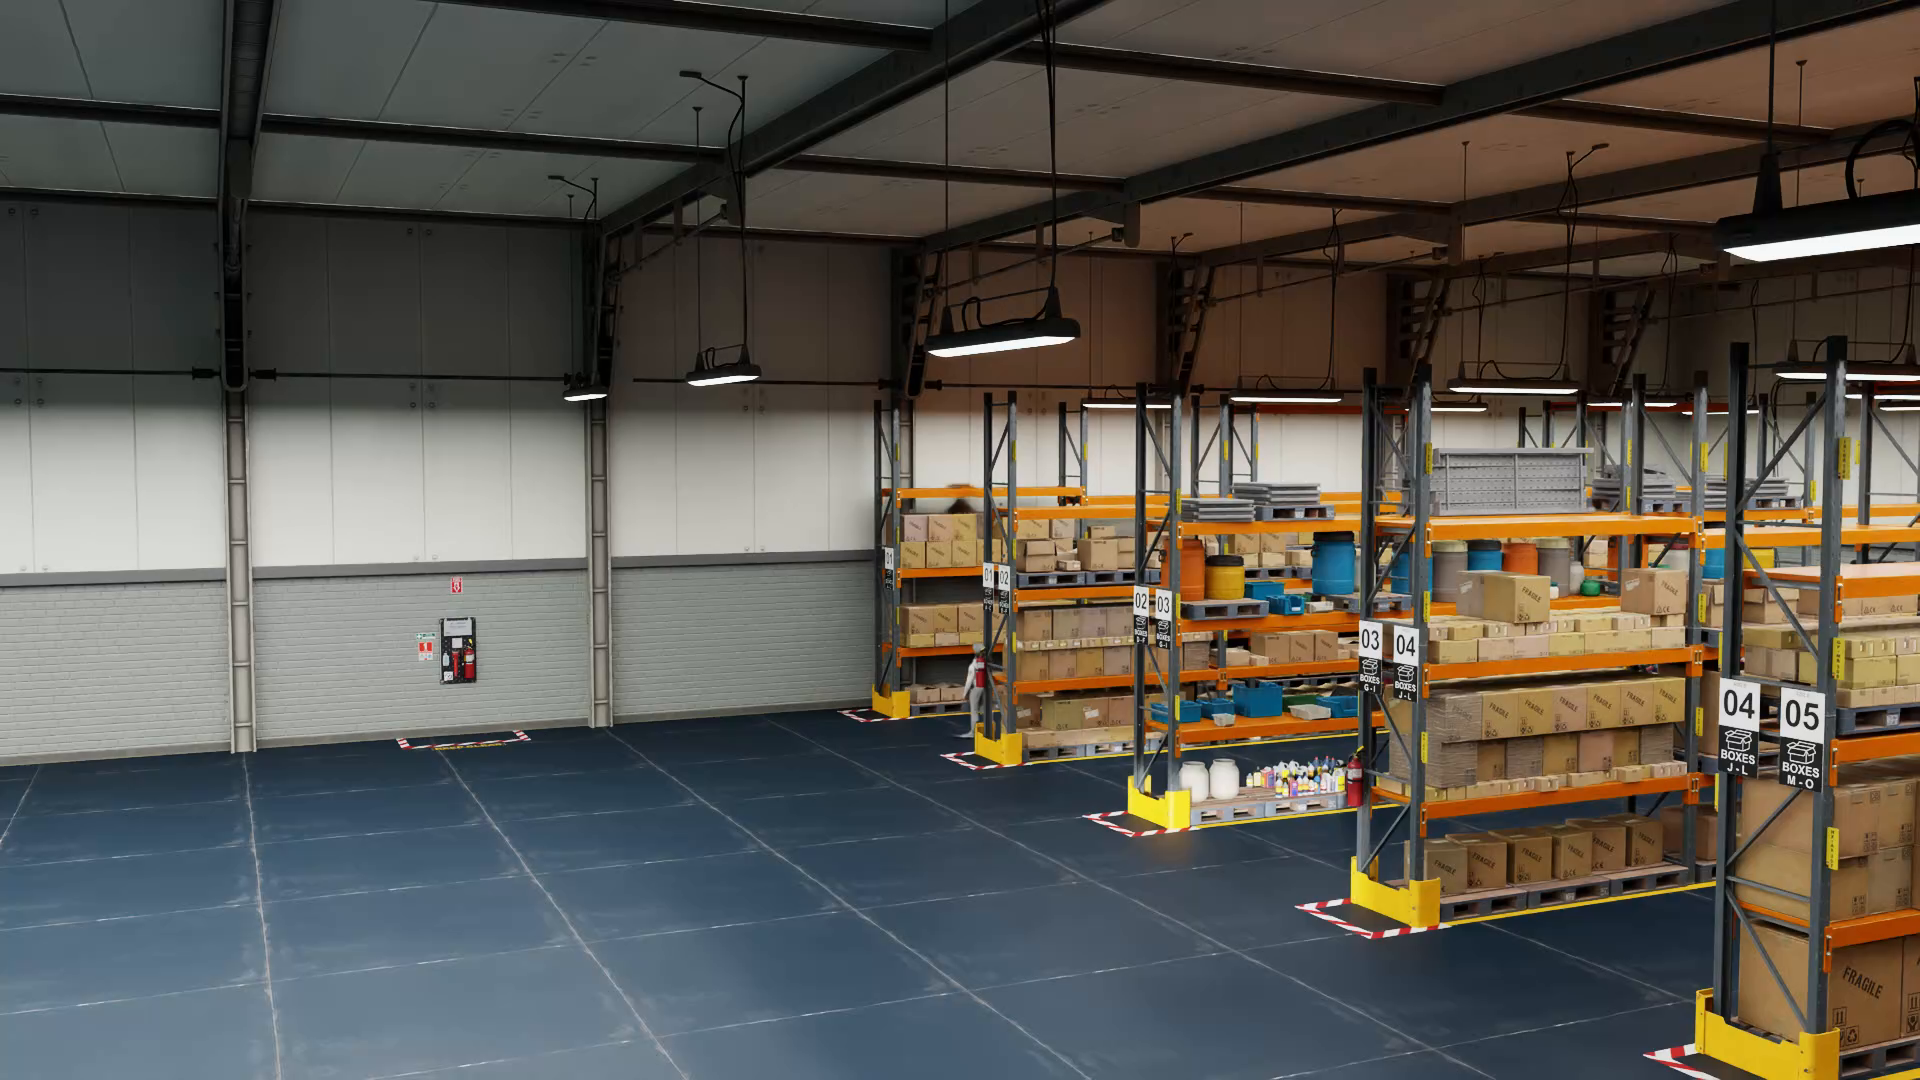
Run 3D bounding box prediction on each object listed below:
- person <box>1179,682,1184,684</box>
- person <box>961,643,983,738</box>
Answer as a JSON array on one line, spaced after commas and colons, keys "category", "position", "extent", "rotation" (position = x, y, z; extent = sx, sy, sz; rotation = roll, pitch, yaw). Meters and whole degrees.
[{"category": "person", "position": [4.167, 2.477, 31.821], "extent": [0.976, 1.679, 0.608], "rotation": [-2, 4, -29]}, {"category": "person", "position": [0.344, 2.626, 29.170], "extent": [0.487, 1.678, 0.598], "rotation": [2, 4, 37]}]
